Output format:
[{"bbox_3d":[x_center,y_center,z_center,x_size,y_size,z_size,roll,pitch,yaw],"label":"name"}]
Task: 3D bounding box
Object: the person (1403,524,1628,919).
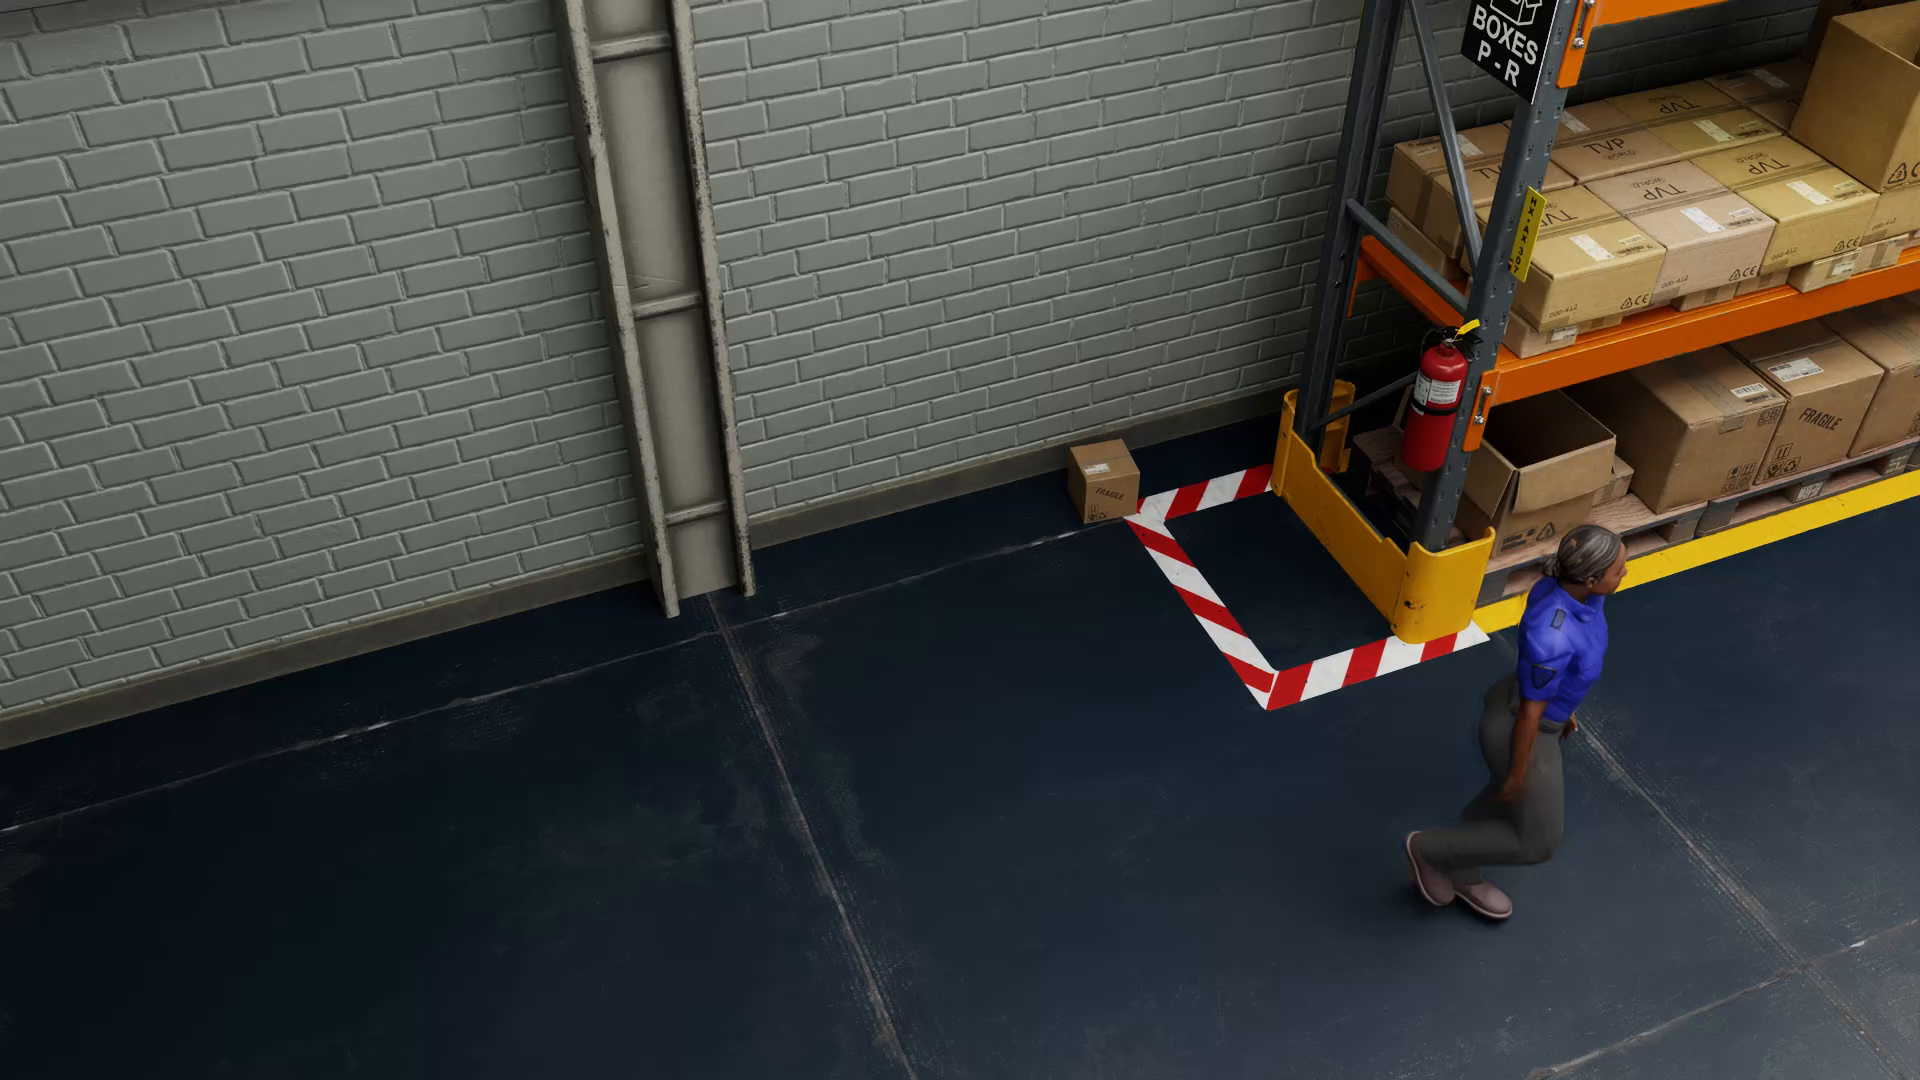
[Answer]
[{"bbox_3d":[1.831,0.604,5.458,0.477,1.649,0.502,17,45,18],"label":"person"}]
